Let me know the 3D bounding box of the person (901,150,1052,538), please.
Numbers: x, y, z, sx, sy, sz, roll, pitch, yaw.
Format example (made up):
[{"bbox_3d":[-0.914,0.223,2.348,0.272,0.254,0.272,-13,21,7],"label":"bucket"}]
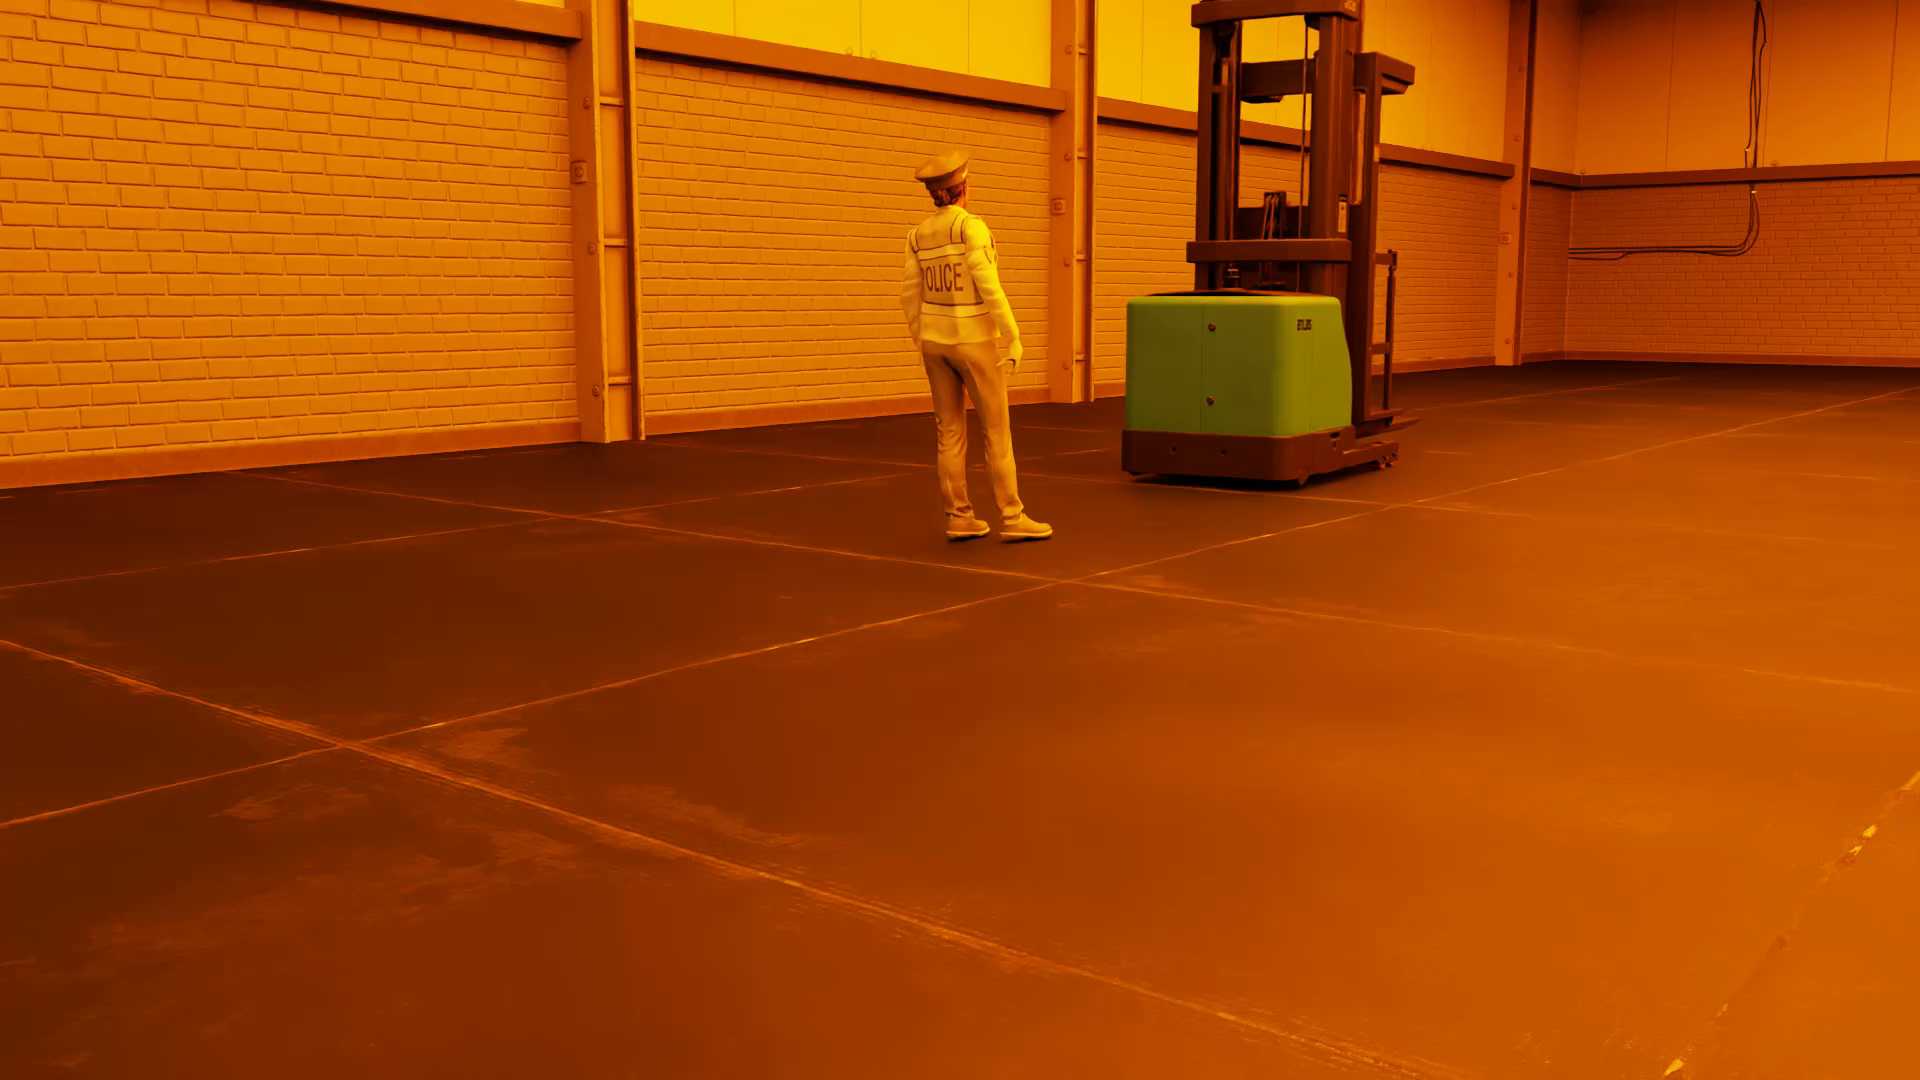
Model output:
[{"bbox_3d":[0.049,-0.853,7.330,0.586,1.694,0.530,7,11,38],"label":"person"}]

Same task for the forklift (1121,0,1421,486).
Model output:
[{"bbox_3d":[2.151,-1.925,10.439,1.130,2.935,3.031,5,10,32],"label":"forklift"}]
